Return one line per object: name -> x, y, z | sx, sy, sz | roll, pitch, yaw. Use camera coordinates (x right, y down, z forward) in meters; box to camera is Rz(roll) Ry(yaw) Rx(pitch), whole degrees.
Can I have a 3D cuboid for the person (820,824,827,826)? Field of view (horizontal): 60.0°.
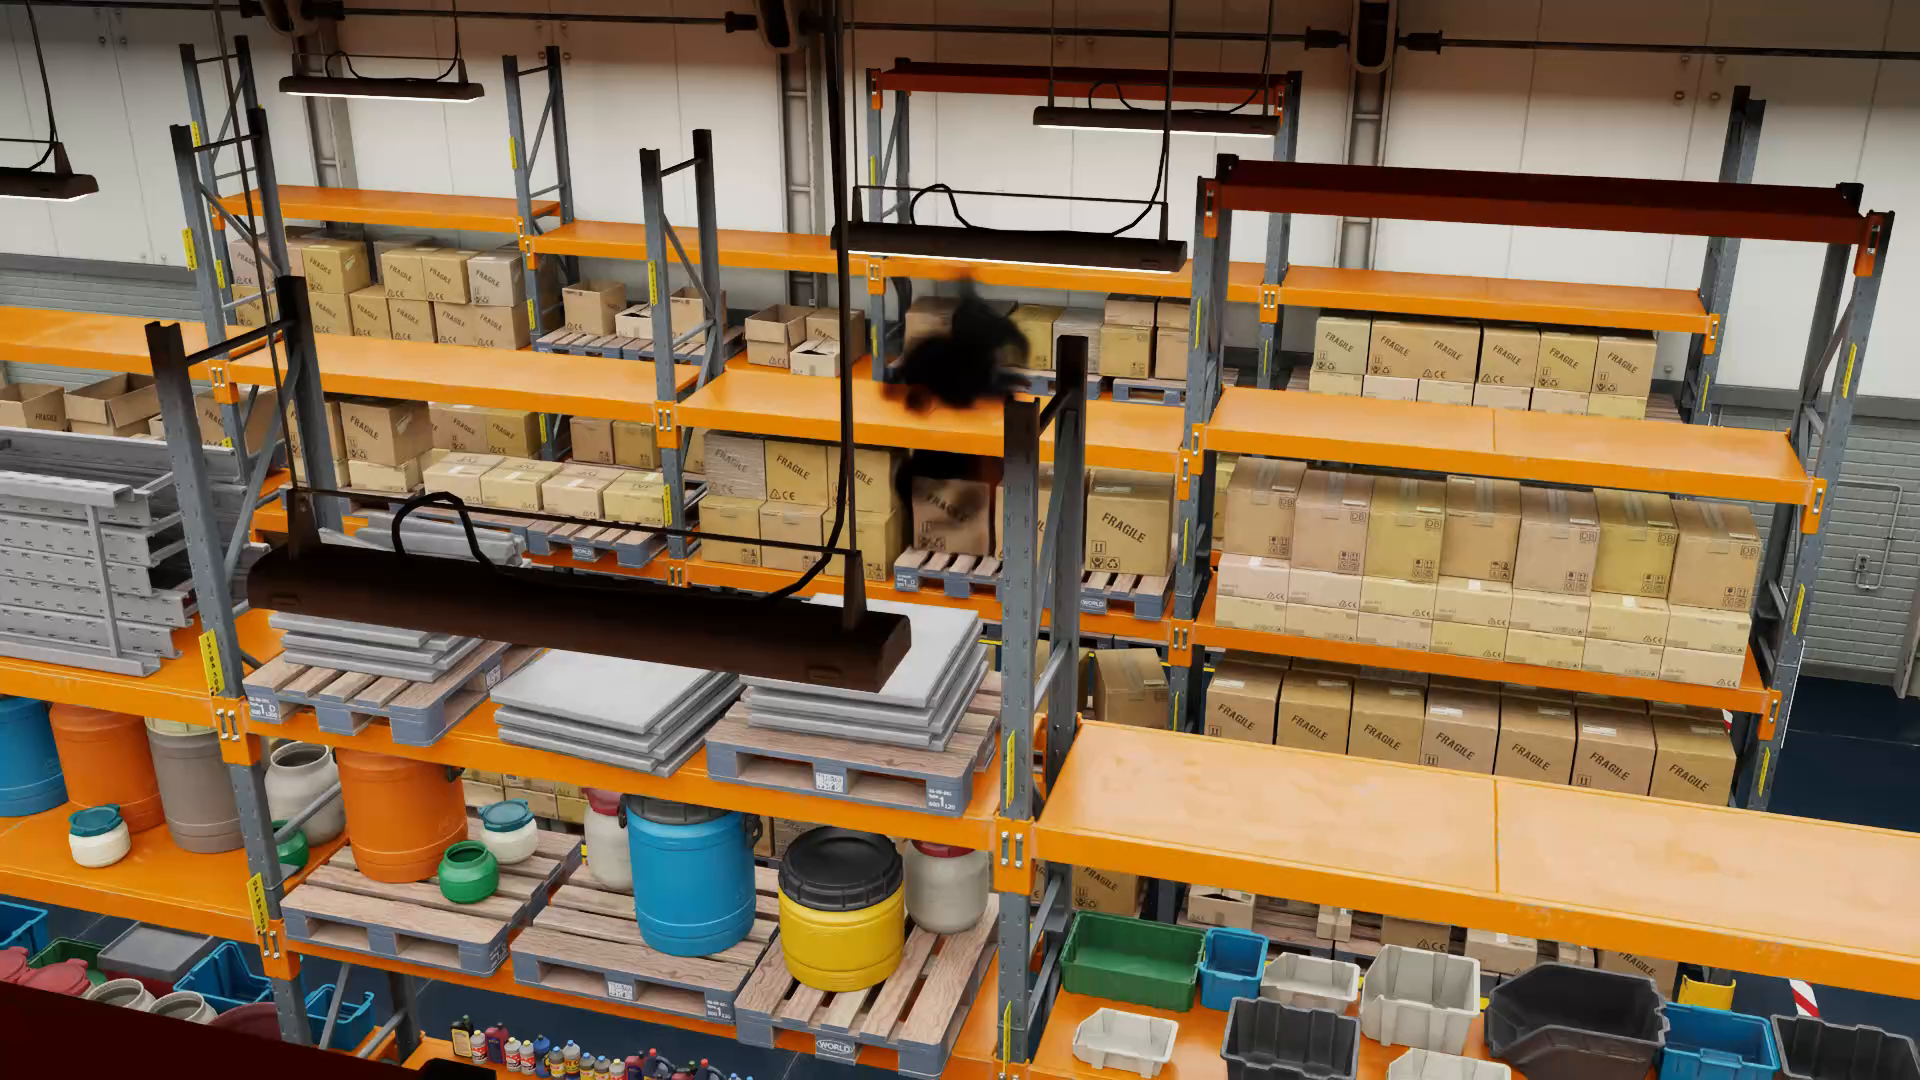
person -> -0.916, 2.566, 11.624 | 0.661, 1.844, 0.606 | 4, 23, 9
